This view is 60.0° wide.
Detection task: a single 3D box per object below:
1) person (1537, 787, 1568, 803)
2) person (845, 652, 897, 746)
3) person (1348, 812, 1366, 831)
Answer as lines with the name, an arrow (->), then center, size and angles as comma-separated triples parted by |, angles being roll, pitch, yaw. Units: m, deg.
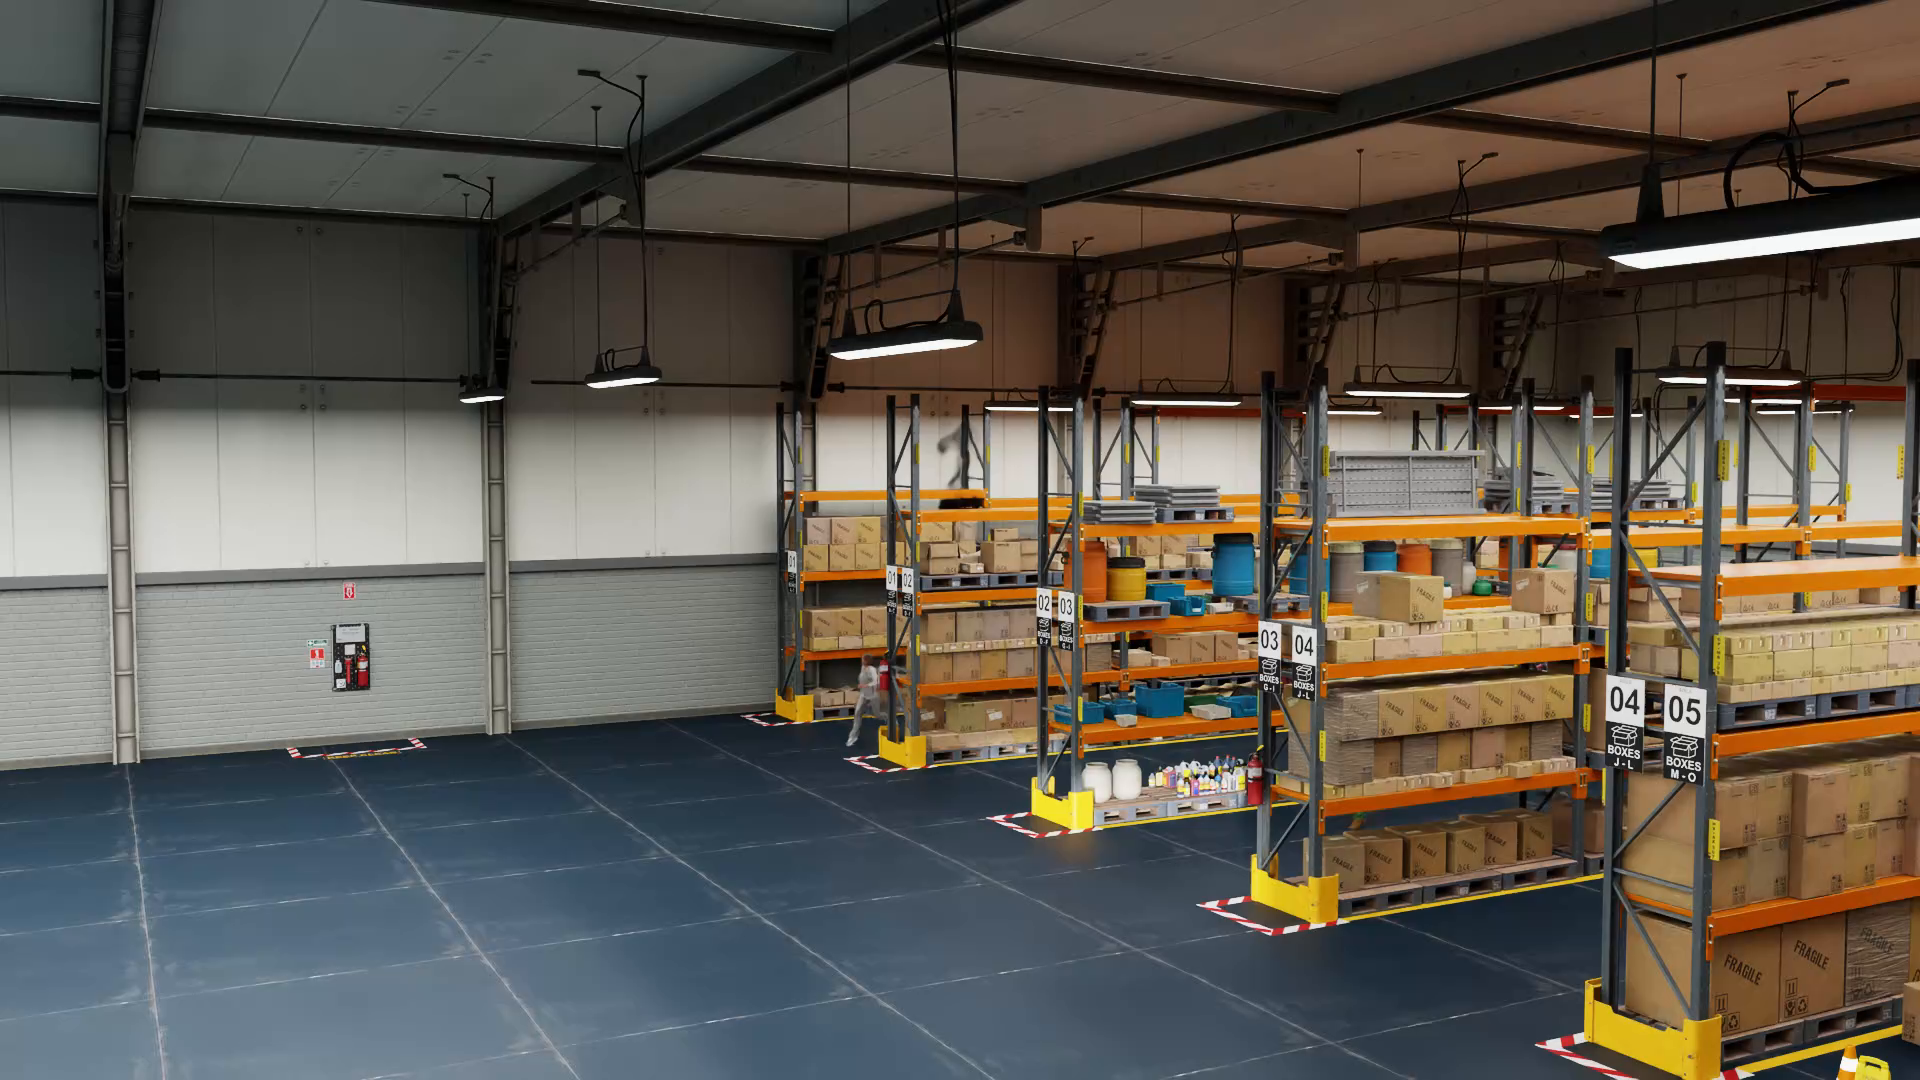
person -> 8.197, 3.047, 22.786 | 0.588, 1.655, 0.563 | -2, 4, -30
person -> -1.526, 2.739, 28.852 | 1.058, 1.595, 0.492 | -3, 4, -43
person -> 5.429, 3.012, 22.724 | 0.766, 1.774, 0.898 | -2, 4, -32
